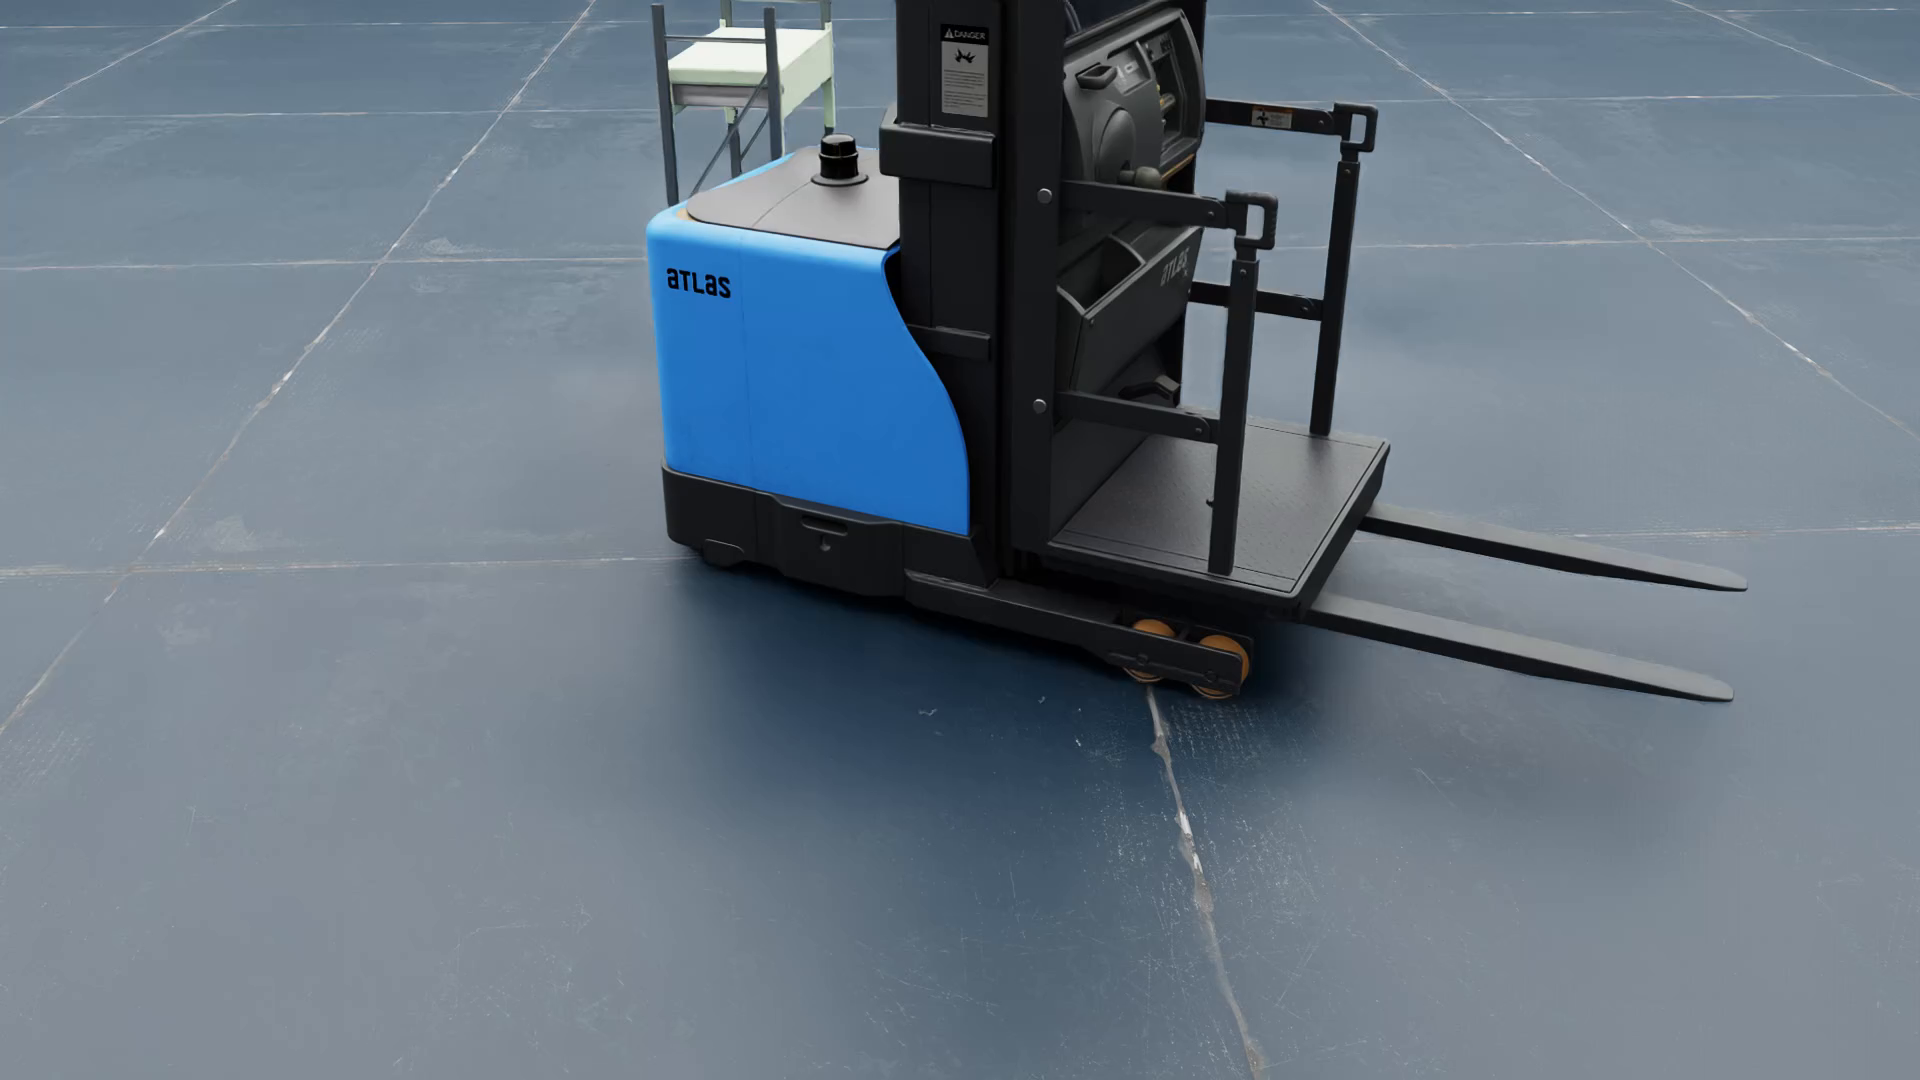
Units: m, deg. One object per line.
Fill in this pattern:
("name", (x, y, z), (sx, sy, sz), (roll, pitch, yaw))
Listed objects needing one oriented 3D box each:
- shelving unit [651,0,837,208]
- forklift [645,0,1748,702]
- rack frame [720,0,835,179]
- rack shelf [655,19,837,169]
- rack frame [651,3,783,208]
("shelving unit", (-0.717, -1.181, 5.893), (0.431, 1.500, 0.755), (4, 28, 8))
("forklift", (0.650, -1.156, 4.297), (3.031, 2.935, 1.130), (13, 30, 23))
("rack frame", (-0.657, -1.348, 6.213), (0.400, 1.500, 0.023), (4, 28, 8))
("rack shelf", (-0.717, -1.527, 5.713), (0.431, 0.370, 0.720), (4, 28, 8))
("rack frame", (-0.776, -1.014, 5.573), (0.400, 1.500, 0.023), (4, 28, 8))
